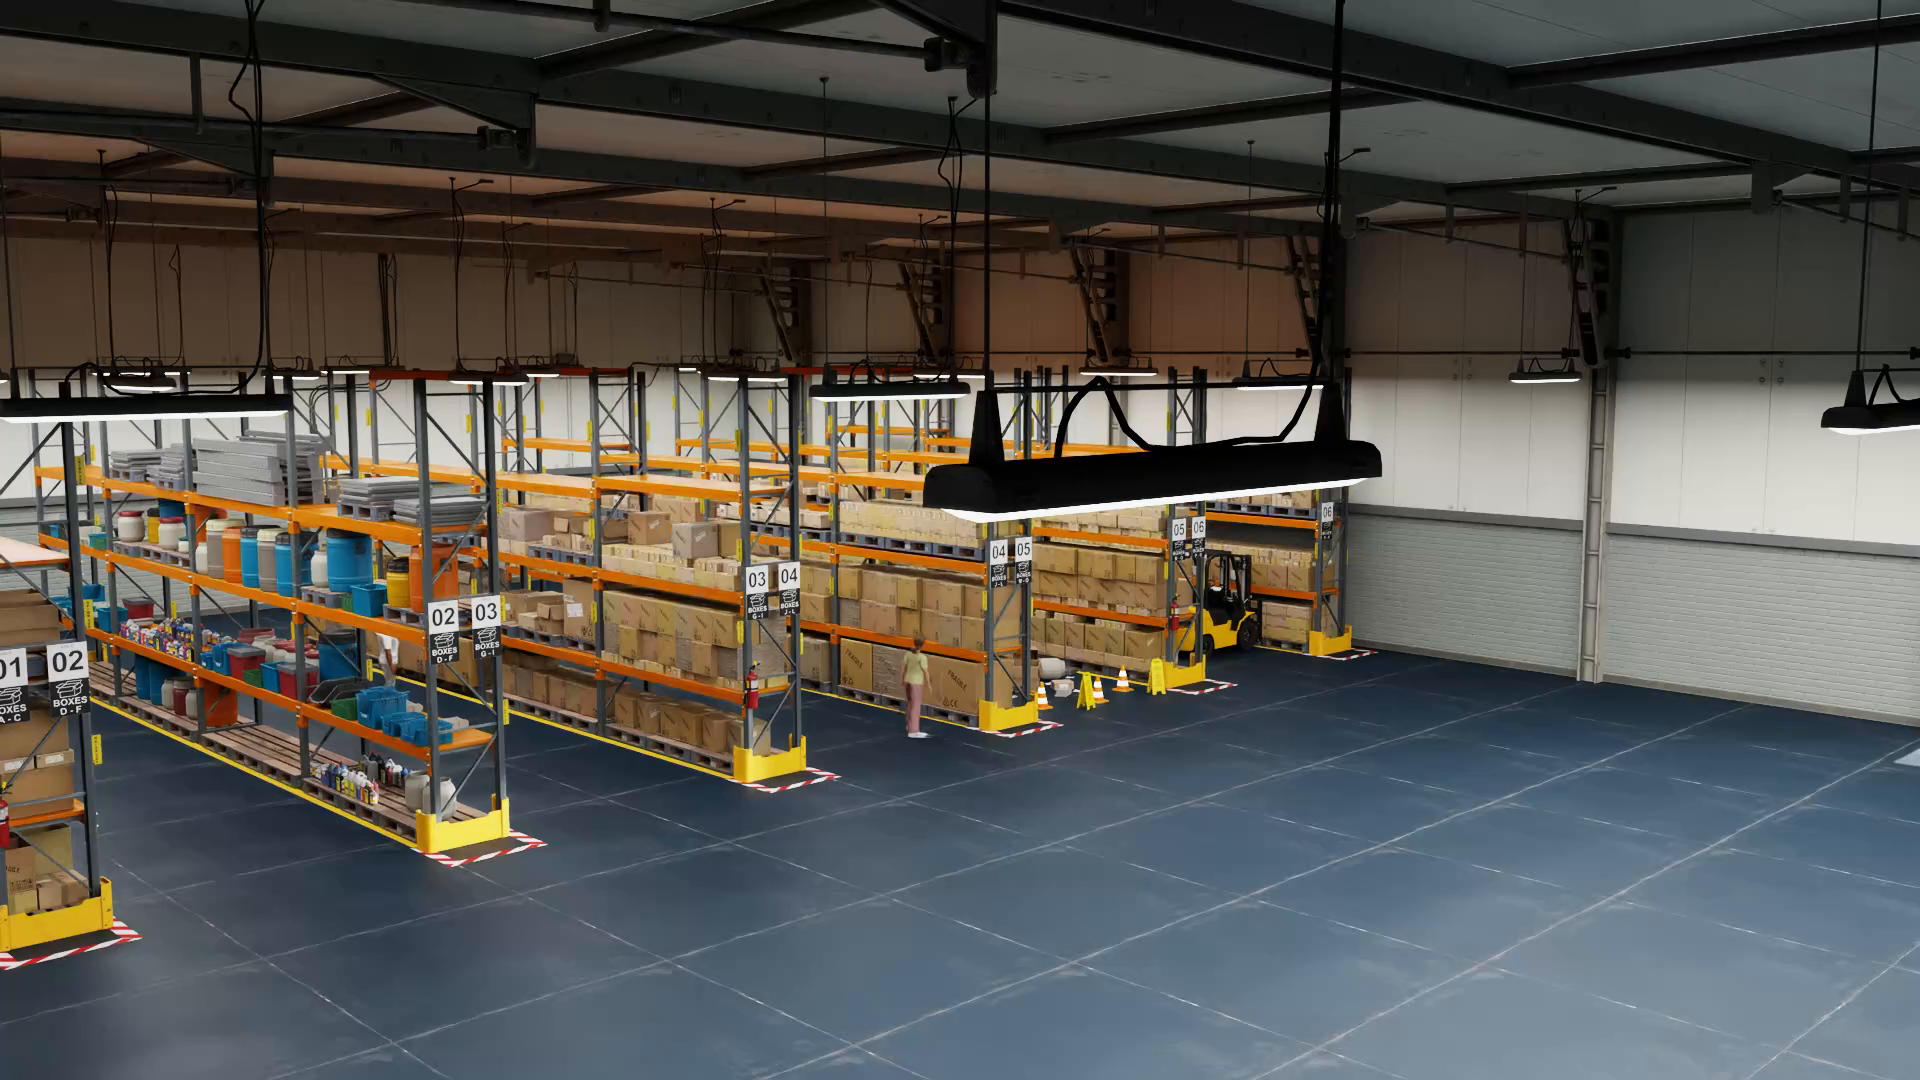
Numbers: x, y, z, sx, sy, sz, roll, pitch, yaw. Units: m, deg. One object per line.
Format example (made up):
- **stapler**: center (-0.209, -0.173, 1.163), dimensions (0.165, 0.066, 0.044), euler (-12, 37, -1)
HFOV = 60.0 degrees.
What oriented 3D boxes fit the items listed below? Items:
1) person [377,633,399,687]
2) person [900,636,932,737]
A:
- **person**: center (-10.004, 2.170, 29.227), dimensions (0.447, 1.786, 0.631), euler (-1, 7, -12)
- **person**: center (-0.735, 2.406, 27.532), dimensions (0.573, 1.691, 0.629), euler (-5, 8, -40)
